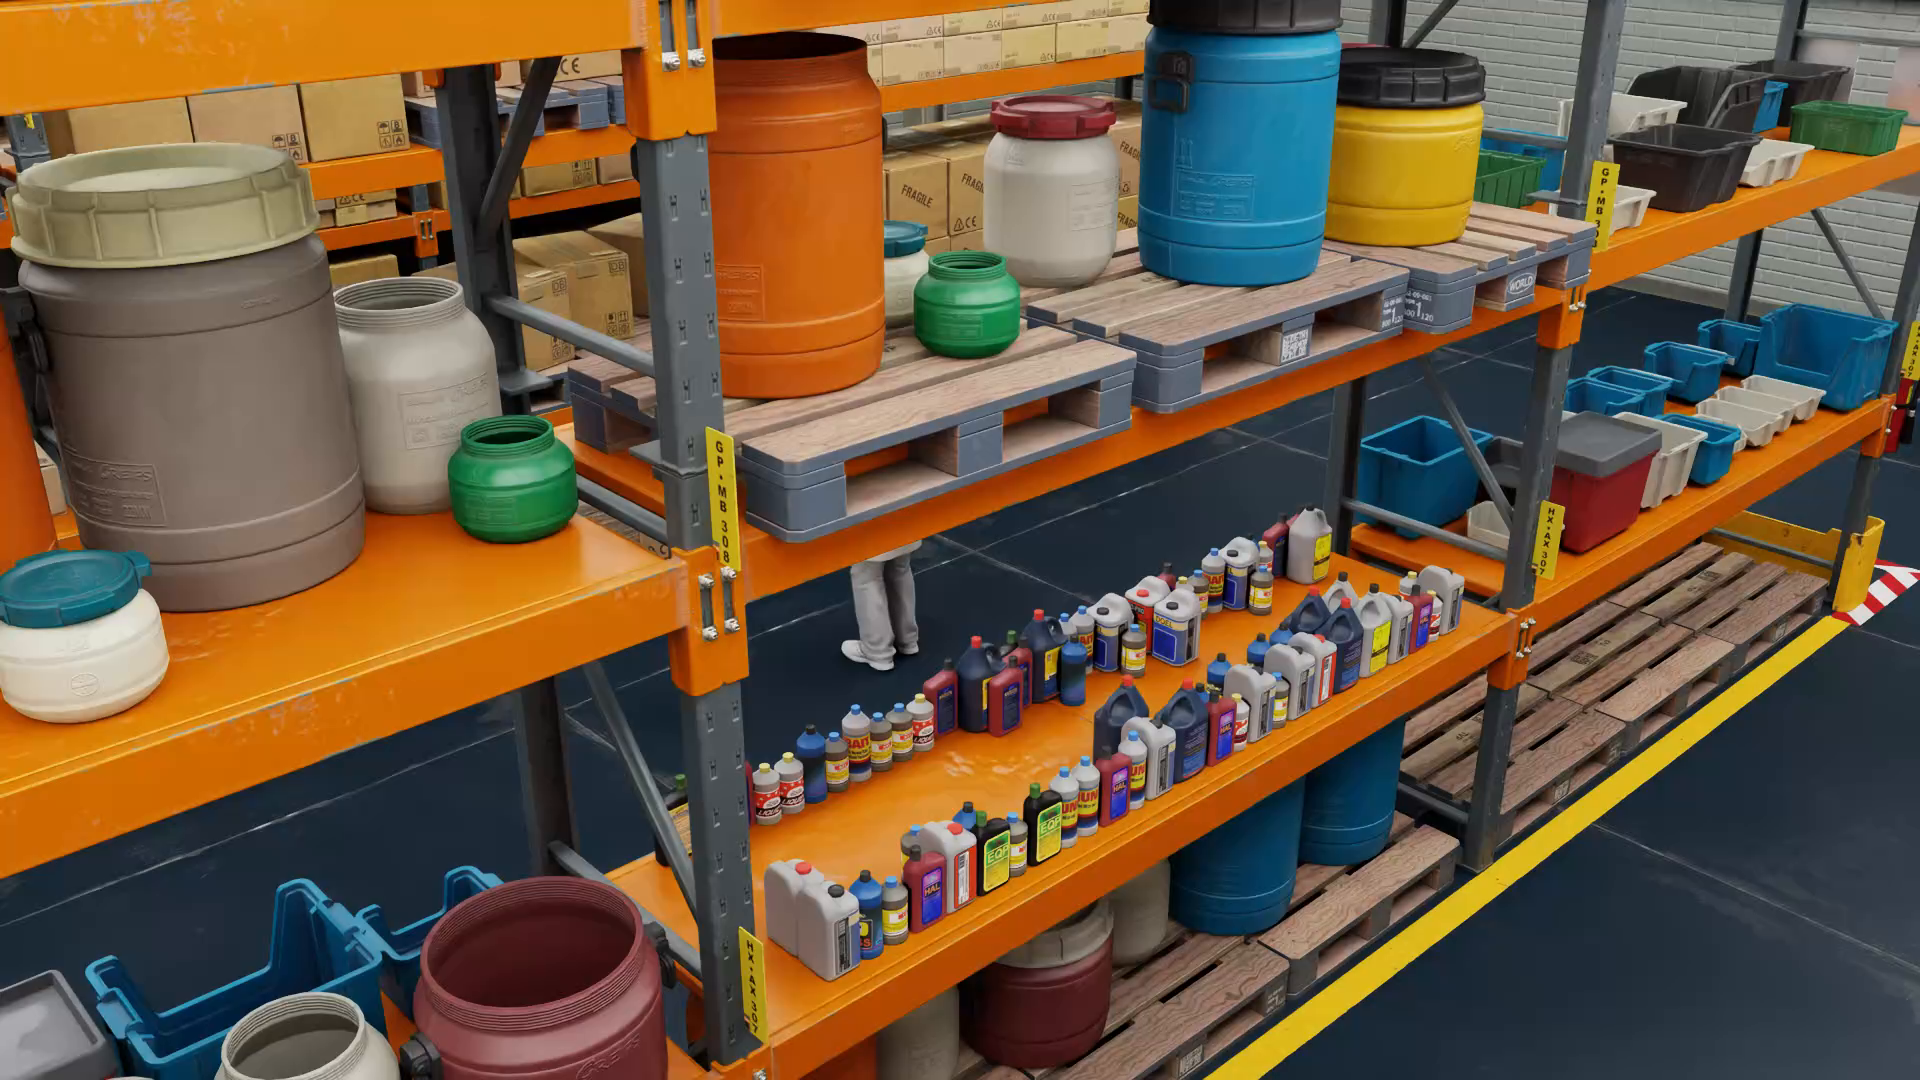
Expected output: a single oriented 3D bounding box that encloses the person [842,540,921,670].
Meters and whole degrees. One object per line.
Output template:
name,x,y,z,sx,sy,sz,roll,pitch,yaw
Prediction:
person,-0.467,-0.185,9.045,0.529,1.772,0.553,-20,31,-38
